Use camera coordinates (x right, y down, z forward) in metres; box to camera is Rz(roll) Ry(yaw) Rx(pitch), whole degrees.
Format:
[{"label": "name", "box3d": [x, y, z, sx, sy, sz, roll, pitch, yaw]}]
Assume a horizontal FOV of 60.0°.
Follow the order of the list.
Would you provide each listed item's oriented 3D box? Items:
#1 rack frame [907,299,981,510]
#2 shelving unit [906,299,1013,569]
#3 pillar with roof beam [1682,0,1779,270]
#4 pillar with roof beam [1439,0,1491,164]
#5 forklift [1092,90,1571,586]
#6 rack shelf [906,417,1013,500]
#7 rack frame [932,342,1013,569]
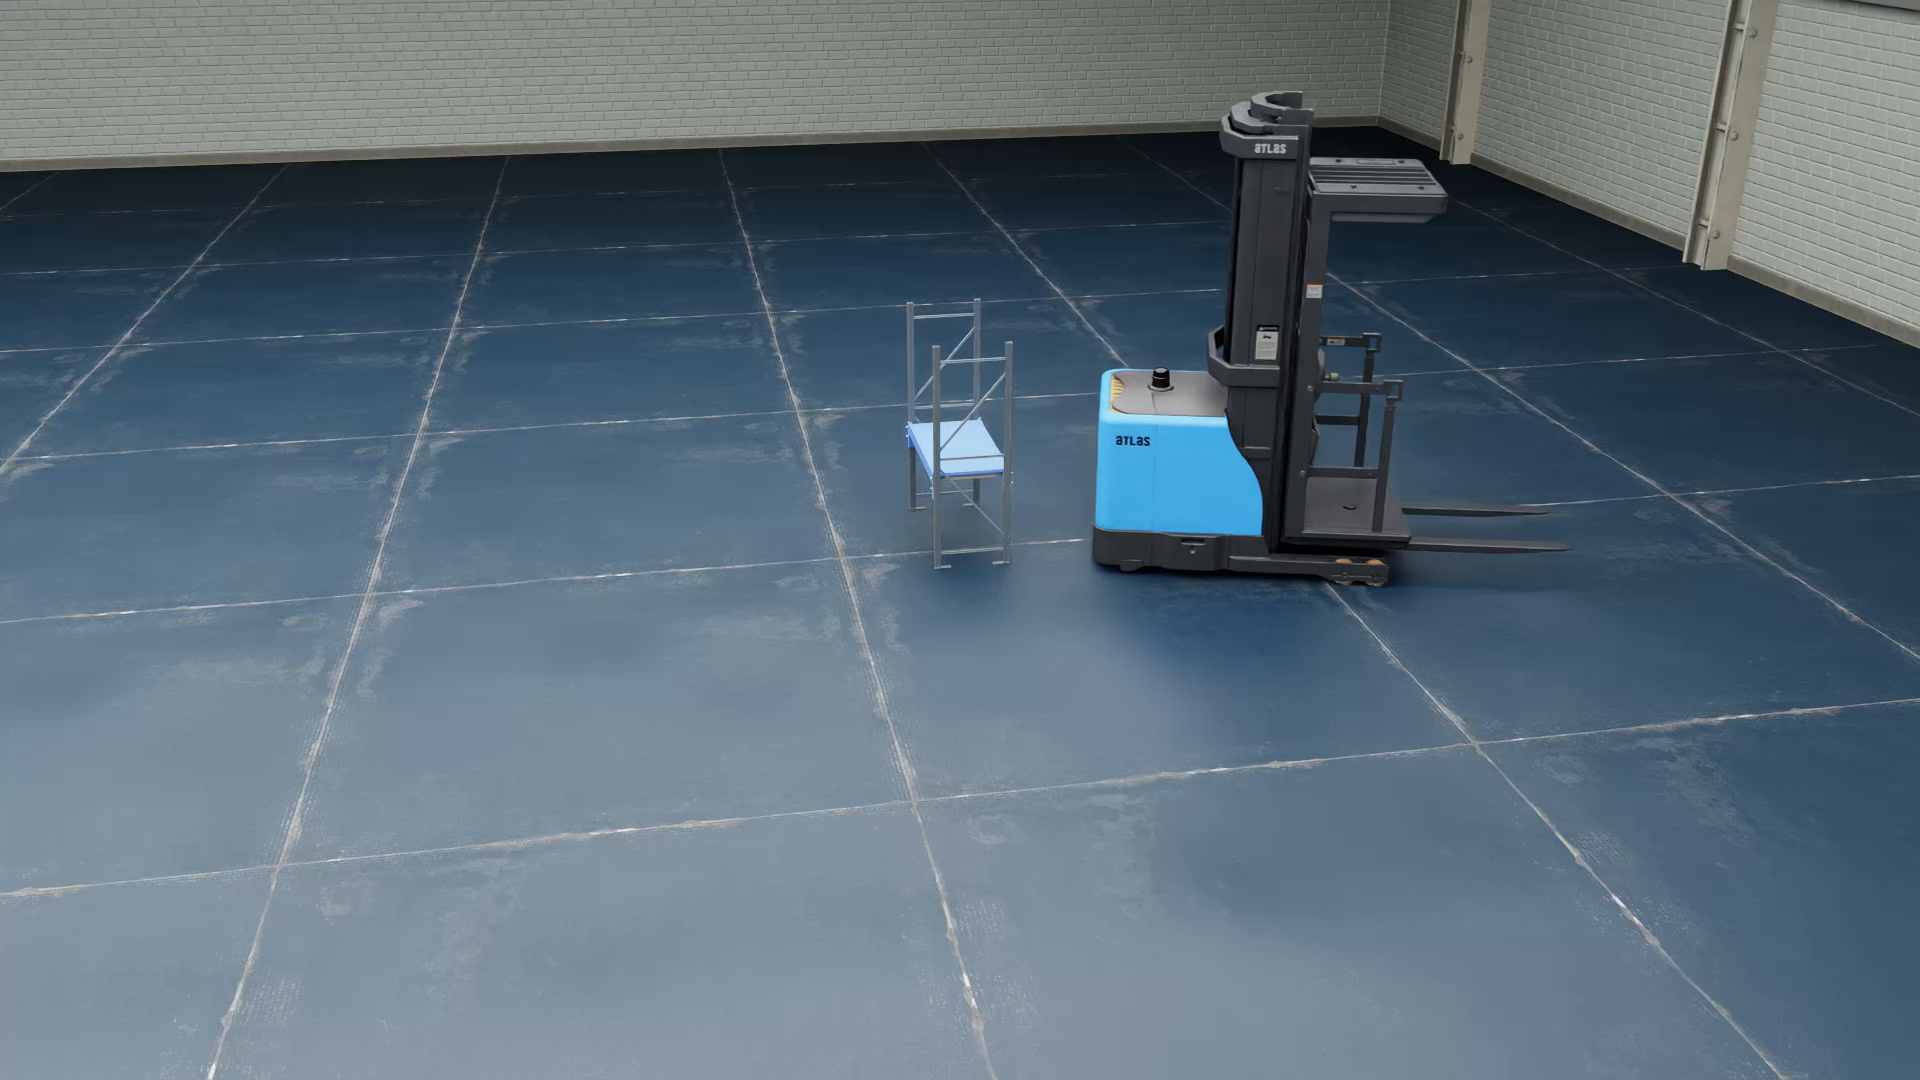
[{"label": "rack frame", "box3d": [-0.110, -0.921, 11.484, 0.500, 1.500, 0.032, -4, 24, -10]}, {"label": "shelving unit", "box3d": [-0.016, -0.721, 11.027, 0.538, 1.500, 1.048, -4, 24, -10]}, {"label": "pillar with roof beam", "box3d": [3.883, -6.799, 15.575, 9.100, 9.000, 0.400, -4, 24, -10]}, {"label": "pillar with roof beam", "box3d": [2.773, -9.159, 20.978, 9.100, 9.000, 0.400, -4, 24, -10]}, {"label": "forklift", "box3d": [2.408, -1.273, 10.503, 3.031, 2.935, 1.130, 2, 24, 5]}, {"label": "rack shelf", "box3d": [-0.016, -0.556, 11.099, 0.538, 0.185, 1.000, -4, 24, -10]}, {"label": "rack frame", "box3d": [0.078, -0.521, 10.569, 0.500, 1.500, 0.032, -4, 24, -10]}]
